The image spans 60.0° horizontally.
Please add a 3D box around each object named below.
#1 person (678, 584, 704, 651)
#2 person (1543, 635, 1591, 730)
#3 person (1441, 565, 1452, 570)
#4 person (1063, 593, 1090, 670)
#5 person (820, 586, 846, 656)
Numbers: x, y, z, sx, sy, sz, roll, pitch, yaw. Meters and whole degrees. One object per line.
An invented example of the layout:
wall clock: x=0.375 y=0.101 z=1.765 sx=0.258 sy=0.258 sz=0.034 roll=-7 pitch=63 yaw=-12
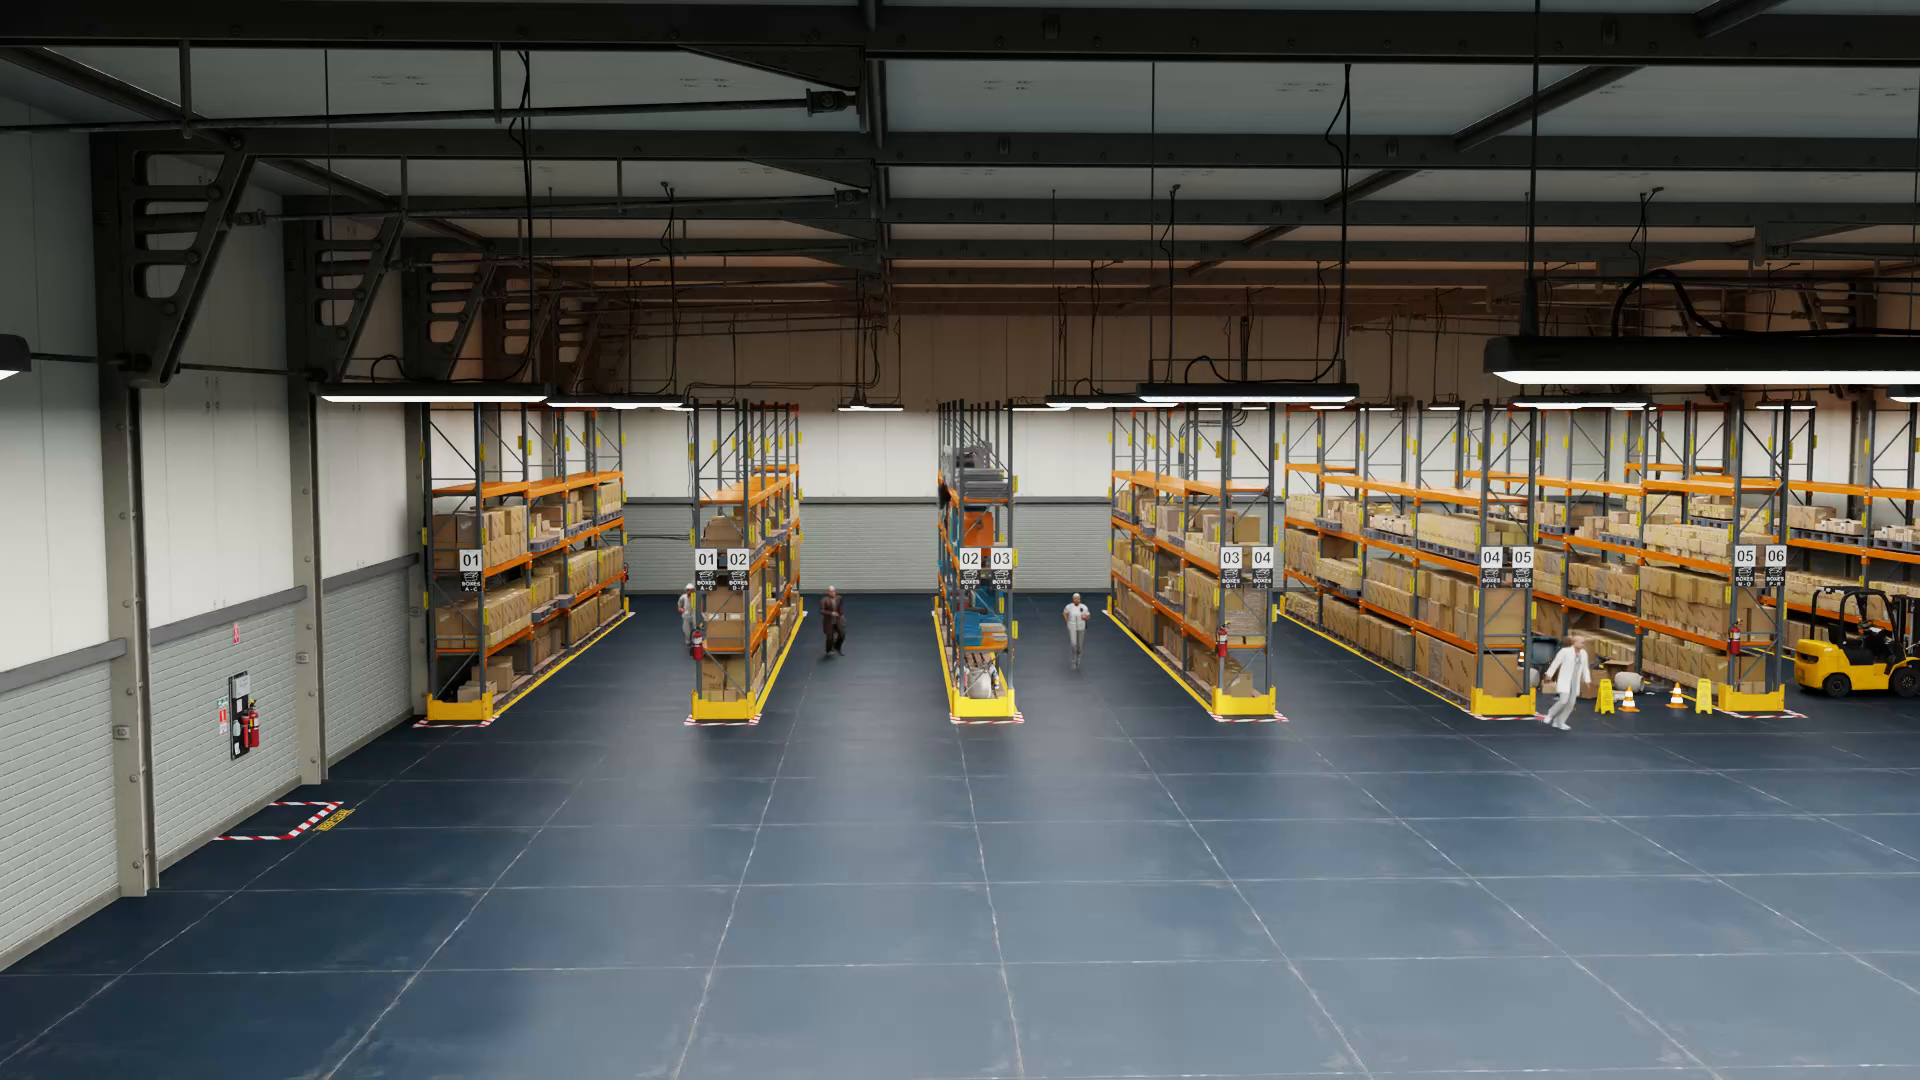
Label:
person: x=-6.407 y=1.868 z=39.764 sx=0.698 sy=1.679 sz=0.806 roll=-1 pitch=5 yaw=-17
person: x=10.997 y=2.574 z=30.145 sx=0.745 sy=1.737 sz=0.597 roll=-1 pitch=5 yaw=-18
person: x=14.748 y=1.074 z=49.965 sx=0.944 sy=1.651 sz=0.580 roll=-1 pitch=4 yaw=-14
person: x=2.635 y=2.045 z=37.471 sx=0.585 sy=1.706 sz=0.731 roll=0 pitch=4 yaw=-2
person: x=-2.988 y=1.909 z=38.935 sx=0.683 sy=1.681 sz=0.913 roll=-2 pitch=5 yaw=-25
